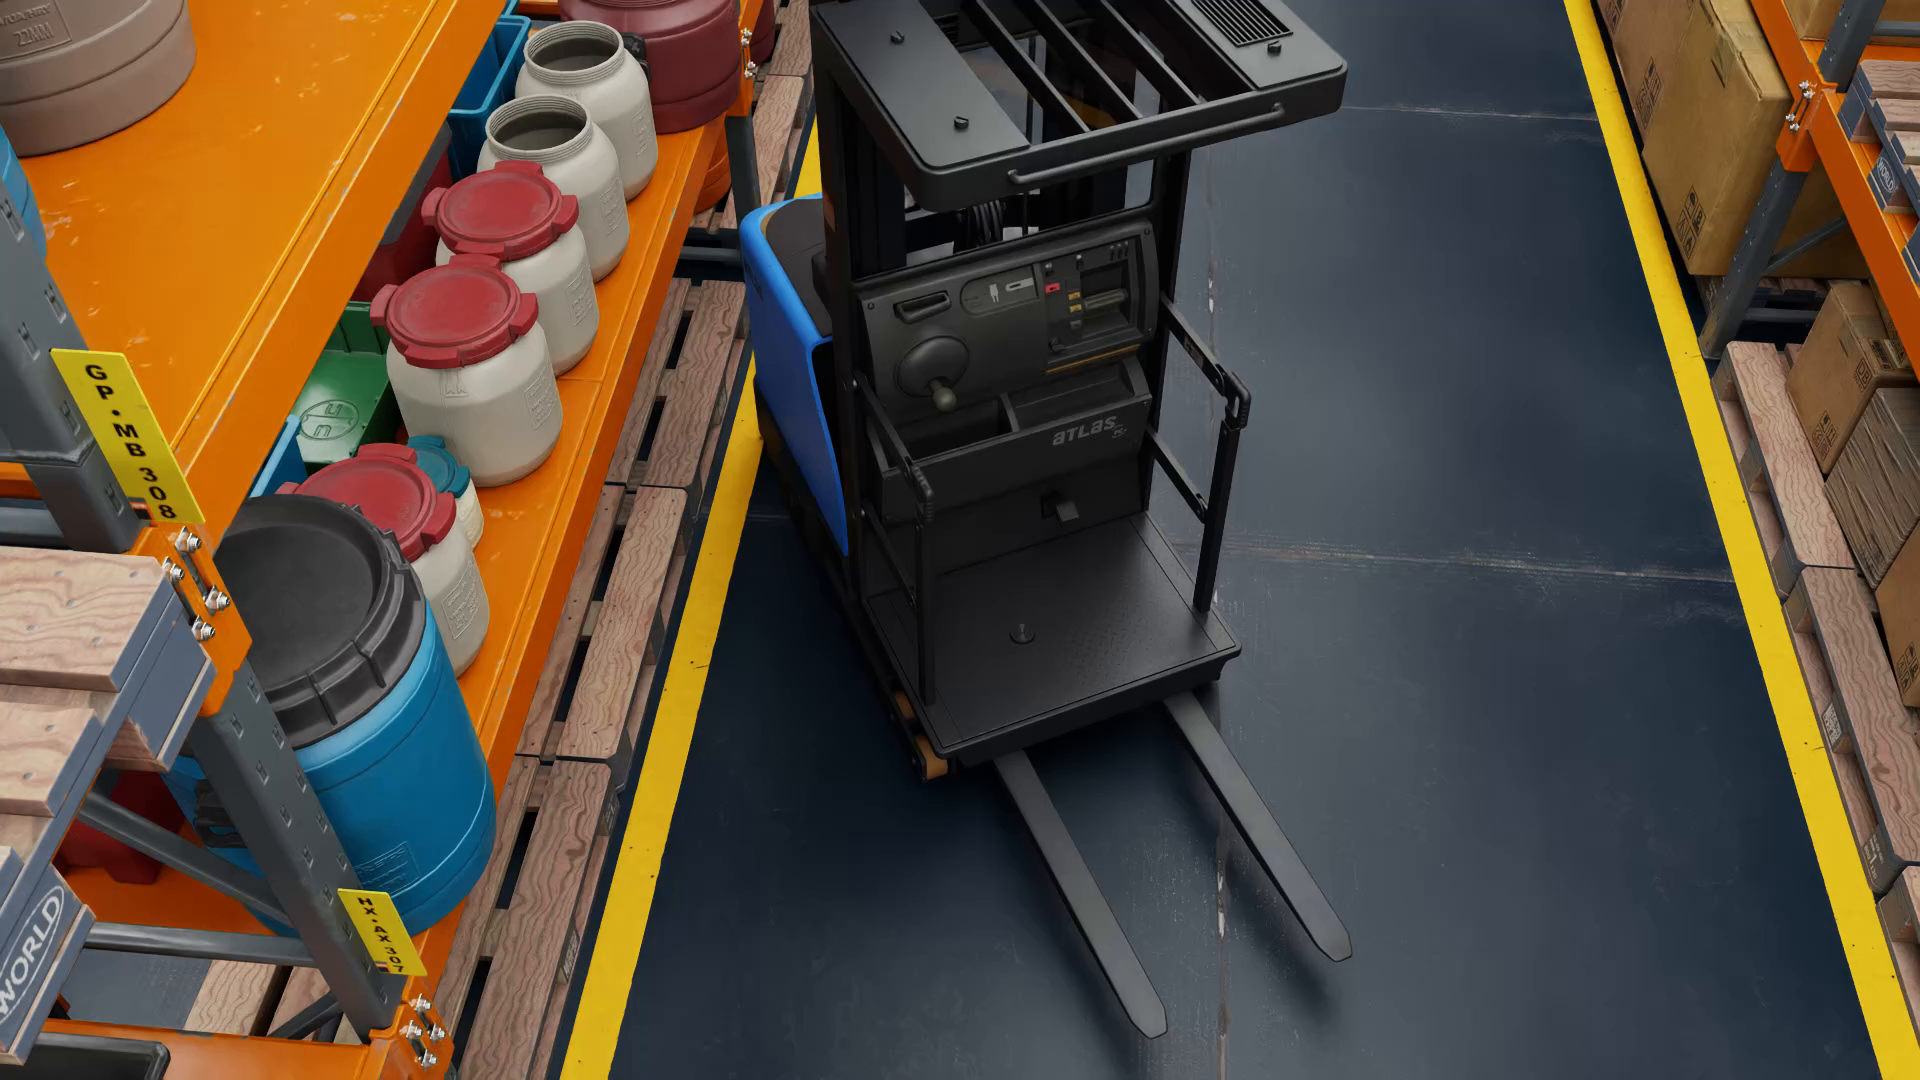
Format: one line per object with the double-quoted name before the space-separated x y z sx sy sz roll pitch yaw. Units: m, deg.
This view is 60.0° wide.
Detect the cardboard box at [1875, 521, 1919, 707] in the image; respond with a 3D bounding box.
"cardboard box" 3.478 0.241 5.393 0.700 0.500 0.500 7 48 7

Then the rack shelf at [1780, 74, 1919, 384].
"rack shelf" 3.420 -0.061 4.760 1.077 0.370 4.000 4 48 4

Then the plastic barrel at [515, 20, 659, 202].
"plastic barrel" -1.211 -1.374 5.398 0.421 0.512 0.421 0 48 0

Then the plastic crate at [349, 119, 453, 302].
"plastic crate" -1.782 -0.961 5.053 0.402 0.464 0.583 4 48 4

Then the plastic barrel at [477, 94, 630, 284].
"plastic barrel" -1.250 -1.064 5.115 0.421 0.512 0.421 0 48 0

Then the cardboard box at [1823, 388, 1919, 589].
"cardboard box" 3.523 -0.176 5.774 0.700 0.500 0.500 0 48 0

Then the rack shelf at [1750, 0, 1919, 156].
"rack shelf" 3.784 -3.000 7.449 1.077 0.370 4.000 4 48 4

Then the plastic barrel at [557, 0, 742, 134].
"plastic barrel" -1.071 -1.791 5.763 0.600 0.536 0.708 4 48 4

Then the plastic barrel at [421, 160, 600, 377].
"plastic barrel" -1.283 -0.758 4.819 0.433 0.535 0.433 0 48 0

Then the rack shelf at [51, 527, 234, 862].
"rack shelf" -1.877 1.533 1.270 1.077 0.370 4.000 4 48 4

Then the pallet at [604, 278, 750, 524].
"pallet" -1.439 -0.599 6.654 1.003 0.211 1.213 4 48 4

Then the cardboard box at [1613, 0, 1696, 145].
"cardboard box" 3.775 -2.358 7.529 1.225 0.875 0.875 4 48 4

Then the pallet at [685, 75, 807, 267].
"pallet" -1.300 -1.747 7.705 1.003 0.211 1.213 4 48 4

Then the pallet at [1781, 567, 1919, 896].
"pallet" 3.416 0.636 5.525 1.003 0.211 1.213 4 48 4

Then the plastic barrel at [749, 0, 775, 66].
"plastic barrel" -1.200 -2.625 7.967 0.600 0.588 0.708 4 48 4

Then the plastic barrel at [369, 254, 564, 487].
"plastic barrel" -1.322 -0.440 4.528 0.433 0.535 0.433 0 48 0

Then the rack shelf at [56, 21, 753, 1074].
"rack shelf" -1.512 -0.394 5.065 1.077 0.370 4.000 4 48 4

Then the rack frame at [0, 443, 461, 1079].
"rack frame" -1.695 0.833 3.455 1.000 3.000 0.127 4 48 4

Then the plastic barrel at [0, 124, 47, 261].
"plastic barrel" -1.865 -0.737 2.519 0.600 0.901 0.708 4 48 4

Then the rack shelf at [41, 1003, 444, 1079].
"rack shelf" -1.877 2.545 2.377 1.077 0.370 4.000 4 48 4

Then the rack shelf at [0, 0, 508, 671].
"rack shelf" -1.512 -1.406 3.958 1.077 0.370 4.000 4 48 4

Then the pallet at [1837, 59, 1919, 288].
"pallet" 3.643 -1.178 5.424 1.213 0.211 1.003 4 48 4

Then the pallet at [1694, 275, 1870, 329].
"pallet" 3.749 -1.406 7.393 1.003 0.211 1.213 4 48 4

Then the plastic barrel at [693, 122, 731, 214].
"plastic barrel" -1.303 -1.876 7.119 0.600 0.830 0.708 4 48 4

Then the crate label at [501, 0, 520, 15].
"crate label" -1.742 -1.766 5.945 0.303 0.233 0.416 4 48 4

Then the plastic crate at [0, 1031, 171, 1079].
"plastic crate" -1.869 1.230 3.134 0.767 0.338 0.504 4 48 4

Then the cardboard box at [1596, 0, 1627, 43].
"cardboard box" 3.848 -3.009 8.125 1.225 0.875 0.875 2 48 2

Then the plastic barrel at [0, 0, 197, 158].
"plastic barrel" -1.805 -1.217 2.958 0.600 0.901 0.600 0 48 0

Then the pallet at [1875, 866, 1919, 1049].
"pallet" 3.307 1.535 4.703 1.003 0.211 1.213 4 48 4

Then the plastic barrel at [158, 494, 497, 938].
"plastic barrel" -1.358 0.400 3.511 0.600 0.901 0.708 4 48 4

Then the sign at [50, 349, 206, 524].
"sign" -1.148 -0.137 2.304 0.100 0.325 0.005 4 48 4

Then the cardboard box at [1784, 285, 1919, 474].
"cardboard box" 3.561 -0.584 6.148 0.700 0.500 0.500 2 48 1

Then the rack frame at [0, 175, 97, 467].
"rack frame" -1.695 -1.192 1.242 1.000 3.000 0.127 4 48 4

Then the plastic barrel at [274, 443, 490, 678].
"plastic barrel" -1.389 0.099 4.035 0.433 0.535 0.433 0 48 0

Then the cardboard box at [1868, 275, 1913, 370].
"cardboard box" 3.571 -0.837 5.870 0.500 0.250 0.500 6 48 5

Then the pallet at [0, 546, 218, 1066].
"pallet" -1.663 0.421 1.927 1.213 0.211 1.003 4 48 4

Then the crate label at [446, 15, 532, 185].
"crate label" -1.690 -1.406 5.480 0.502 0.435 0.616 4 48 4

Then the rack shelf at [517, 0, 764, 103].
"rack shelf" -1.148 -3.333 7.753 1.077 0.370 4.000 4 48 4

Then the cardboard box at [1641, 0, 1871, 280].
"cardboard box" 3.686 -1.704 6.931 1.225 0.875 0.875 2 48 2

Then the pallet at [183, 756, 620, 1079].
"pallet" -1.662 1.194 5.015 1.003 0.211 1.213 4 48 4

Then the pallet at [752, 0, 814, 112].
"pallet" -1.186 -2.641 8.523 1.003 0.211 1.213 4 48 4

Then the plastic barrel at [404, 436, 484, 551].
"plastic barrel" -1.421 -0.083 4.387 0.301 0.262 0.301 0 48 0

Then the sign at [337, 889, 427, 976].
"sign" -1.148 0.785 3.312 0.100 0.325 0.005 4 48 4

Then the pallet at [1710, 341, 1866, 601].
"pallet" 3.529 -0.258 6.343 1.003 0.211 1.213 4 48 4

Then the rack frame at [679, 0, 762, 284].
"rack frame" -1.330 -2.106 6.144 1.000 3.000 0.127 4 48 4

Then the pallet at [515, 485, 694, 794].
"pallet" -1.553 0.295 5.837 1.003 0.211 1.213 4 48 4

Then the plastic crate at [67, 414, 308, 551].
"plastic crate" -1.904 0.007 4.222 0.392 0.384 0.575 4 48 4

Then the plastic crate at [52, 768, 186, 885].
"plastic crate" -1.955 0.435 3.776 0.402 0.464 0.583 4 48 4

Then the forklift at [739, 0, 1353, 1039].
"forklift" 0.247 -0.561 4.777 1.130 2.935 3.031 -17 50 -15

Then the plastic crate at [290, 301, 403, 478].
"plastic crate" -1.817 -0.394 4.721 0.450 0.188 0.662 4 48 4

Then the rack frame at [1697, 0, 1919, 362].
"rack frame" 3.602 -1.773 5.839 1.000 3.000 0.127 4 48 4

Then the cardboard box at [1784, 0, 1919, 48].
"cardboard box" 3.400 -2.186 6.149 0.500 0.500 0.500 5 48 5

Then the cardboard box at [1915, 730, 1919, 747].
"cardboard box" 3.428 0.651 5.018 0.700 0.500 0.500 0 48 0
